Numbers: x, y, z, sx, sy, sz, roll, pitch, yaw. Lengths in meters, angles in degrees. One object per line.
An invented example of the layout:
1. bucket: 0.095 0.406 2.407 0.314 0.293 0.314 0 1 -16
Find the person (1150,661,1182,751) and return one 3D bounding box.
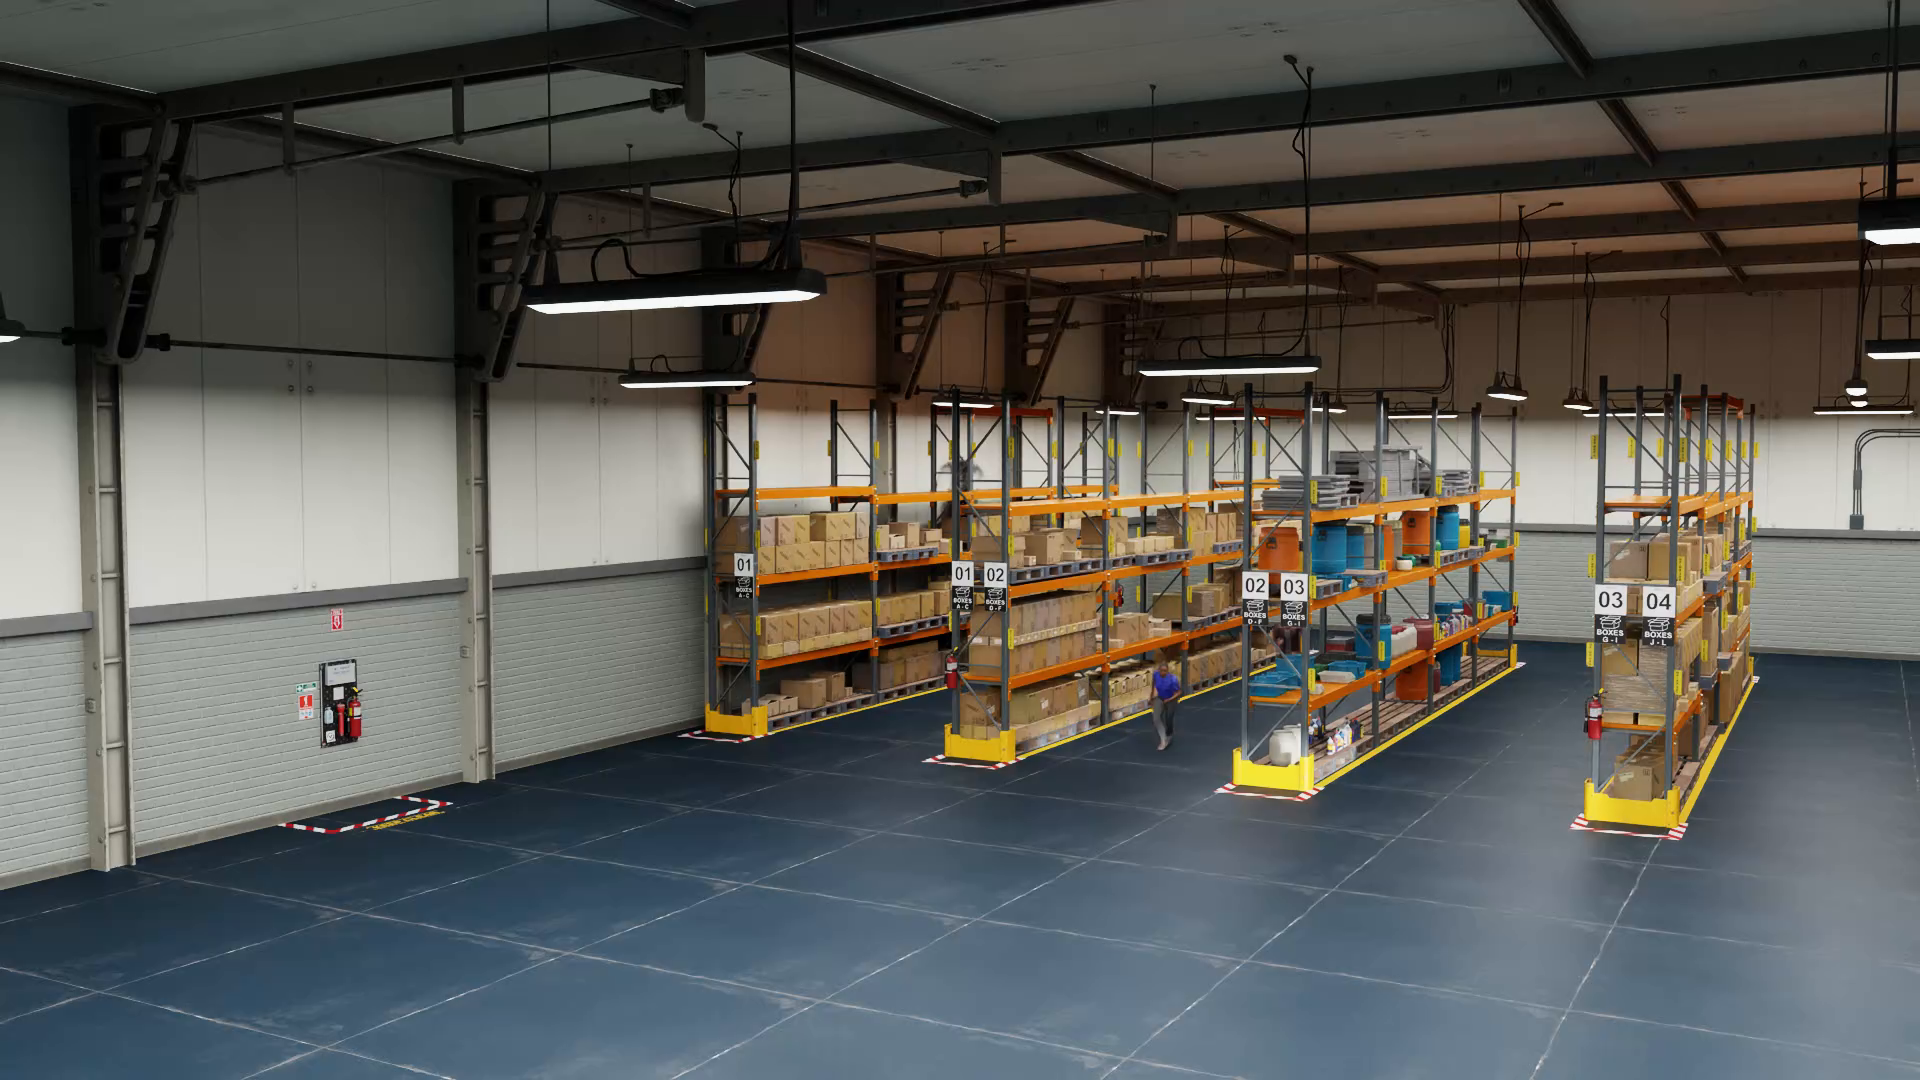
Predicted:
1. person: 3.478 2.741 27.941 0.600 1.480 1.025 1 3 21

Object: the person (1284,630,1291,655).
1. person: 6.709 2.448 33.773 0.646 1.587 0.762 1 3 20
